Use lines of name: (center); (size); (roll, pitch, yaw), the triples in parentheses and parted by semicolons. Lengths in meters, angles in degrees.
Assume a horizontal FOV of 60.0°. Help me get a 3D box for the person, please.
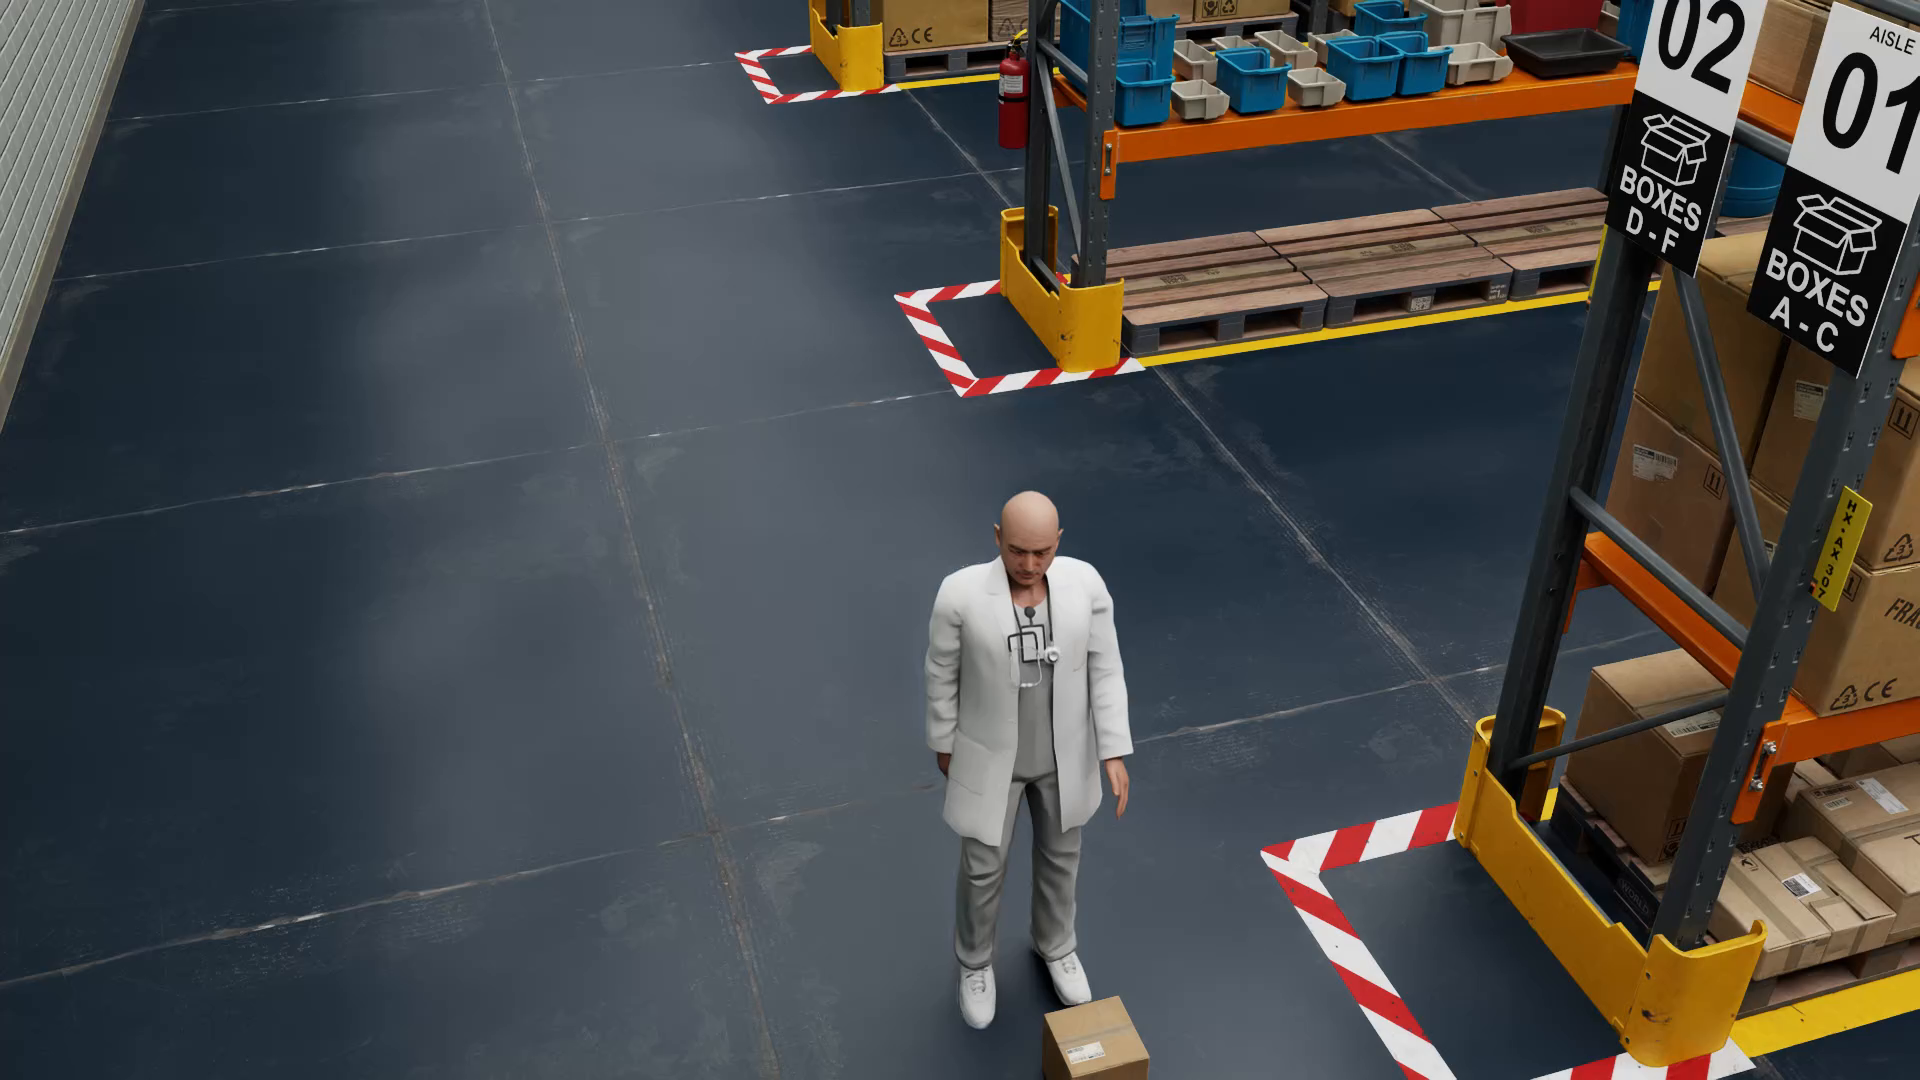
person: (0.219, 0.705, 5.068); (0.589, 1.803, 0.487); (-7, 34, -10)
